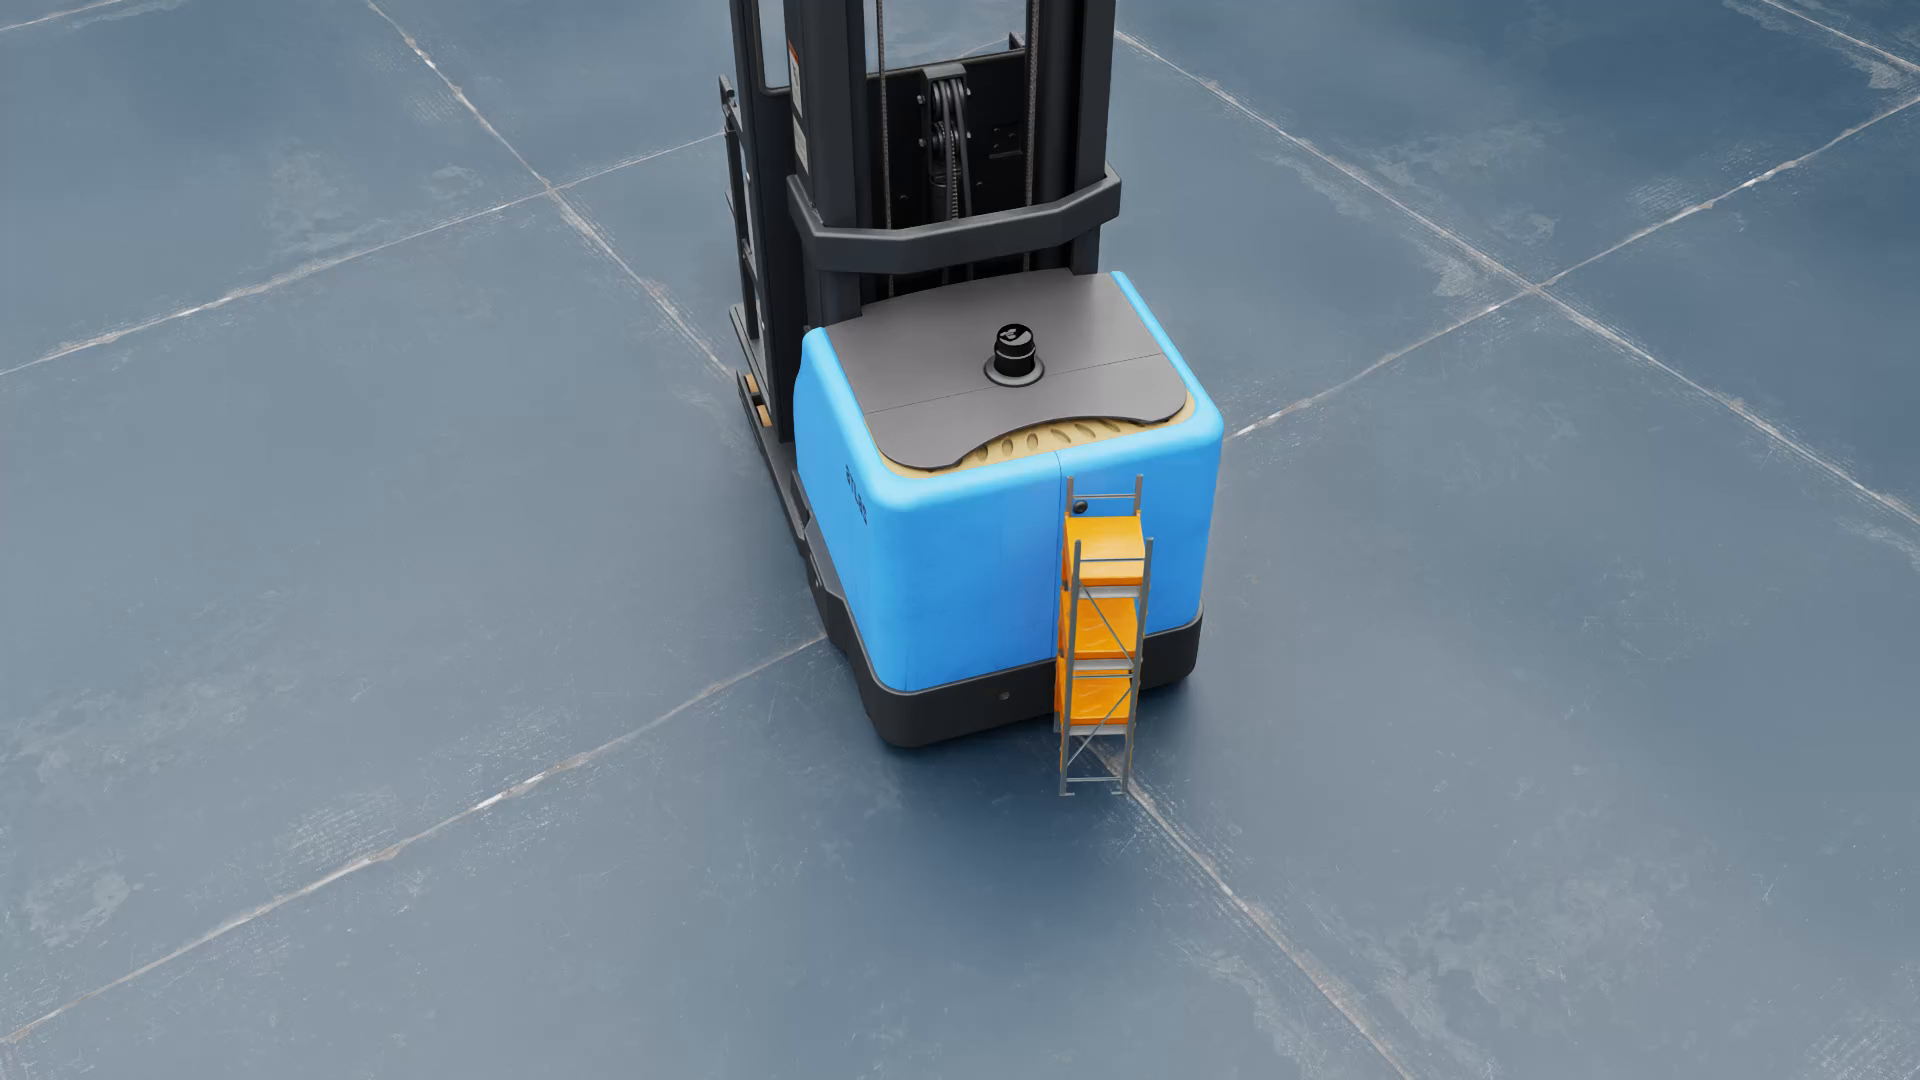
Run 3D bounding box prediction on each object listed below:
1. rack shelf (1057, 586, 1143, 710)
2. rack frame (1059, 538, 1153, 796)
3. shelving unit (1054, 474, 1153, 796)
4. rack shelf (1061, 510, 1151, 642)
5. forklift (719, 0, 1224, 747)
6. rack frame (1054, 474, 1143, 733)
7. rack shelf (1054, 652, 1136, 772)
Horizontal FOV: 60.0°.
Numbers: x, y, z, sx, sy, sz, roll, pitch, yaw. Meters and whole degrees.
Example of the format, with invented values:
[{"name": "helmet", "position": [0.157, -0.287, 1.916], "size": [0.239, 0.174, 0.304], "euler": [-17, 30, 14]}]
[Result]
[{"name": "rack shelf", "position": [0.391, 0.302, 4.688], "size": [0.215, 0.259, 0.240], "euler": [-1, 44, -1]}, {"name": "rack frame", "position": [0.394, 0.379, 4.592], "size": [0.200, 1.050, 0.008], "euler": [-1, 44, -1]}, {"name": "shelving unit", "position": [0.391, 0.295, 4.680], "size": [0.215, 1.050, 0.252], "euler": [-1, 44, -1]}, {"name": "rack shelf", "position": [0.389, 0.097, 4.492], "size": [0.215, 0.259, 0.240], "euler": [-1, 44, -1]}, {"name": "forklift", "position": [-0.194, -1.472, 5.169], "size": [1.130, 2.935, 3.031], "euler": [-13, 45, -13]}, {"name": "rack frame", "position": [0.387, 0.210, 4.769], "size": [0.200, 1.050, 0.008], "euler": [-1, 44, -1]}, {"name": "rack shelf", "position": [0.392, 0.503, 4.880], "size": [0.215, 0.259, 0.240], "euler": [-1, 44, -1]}]
